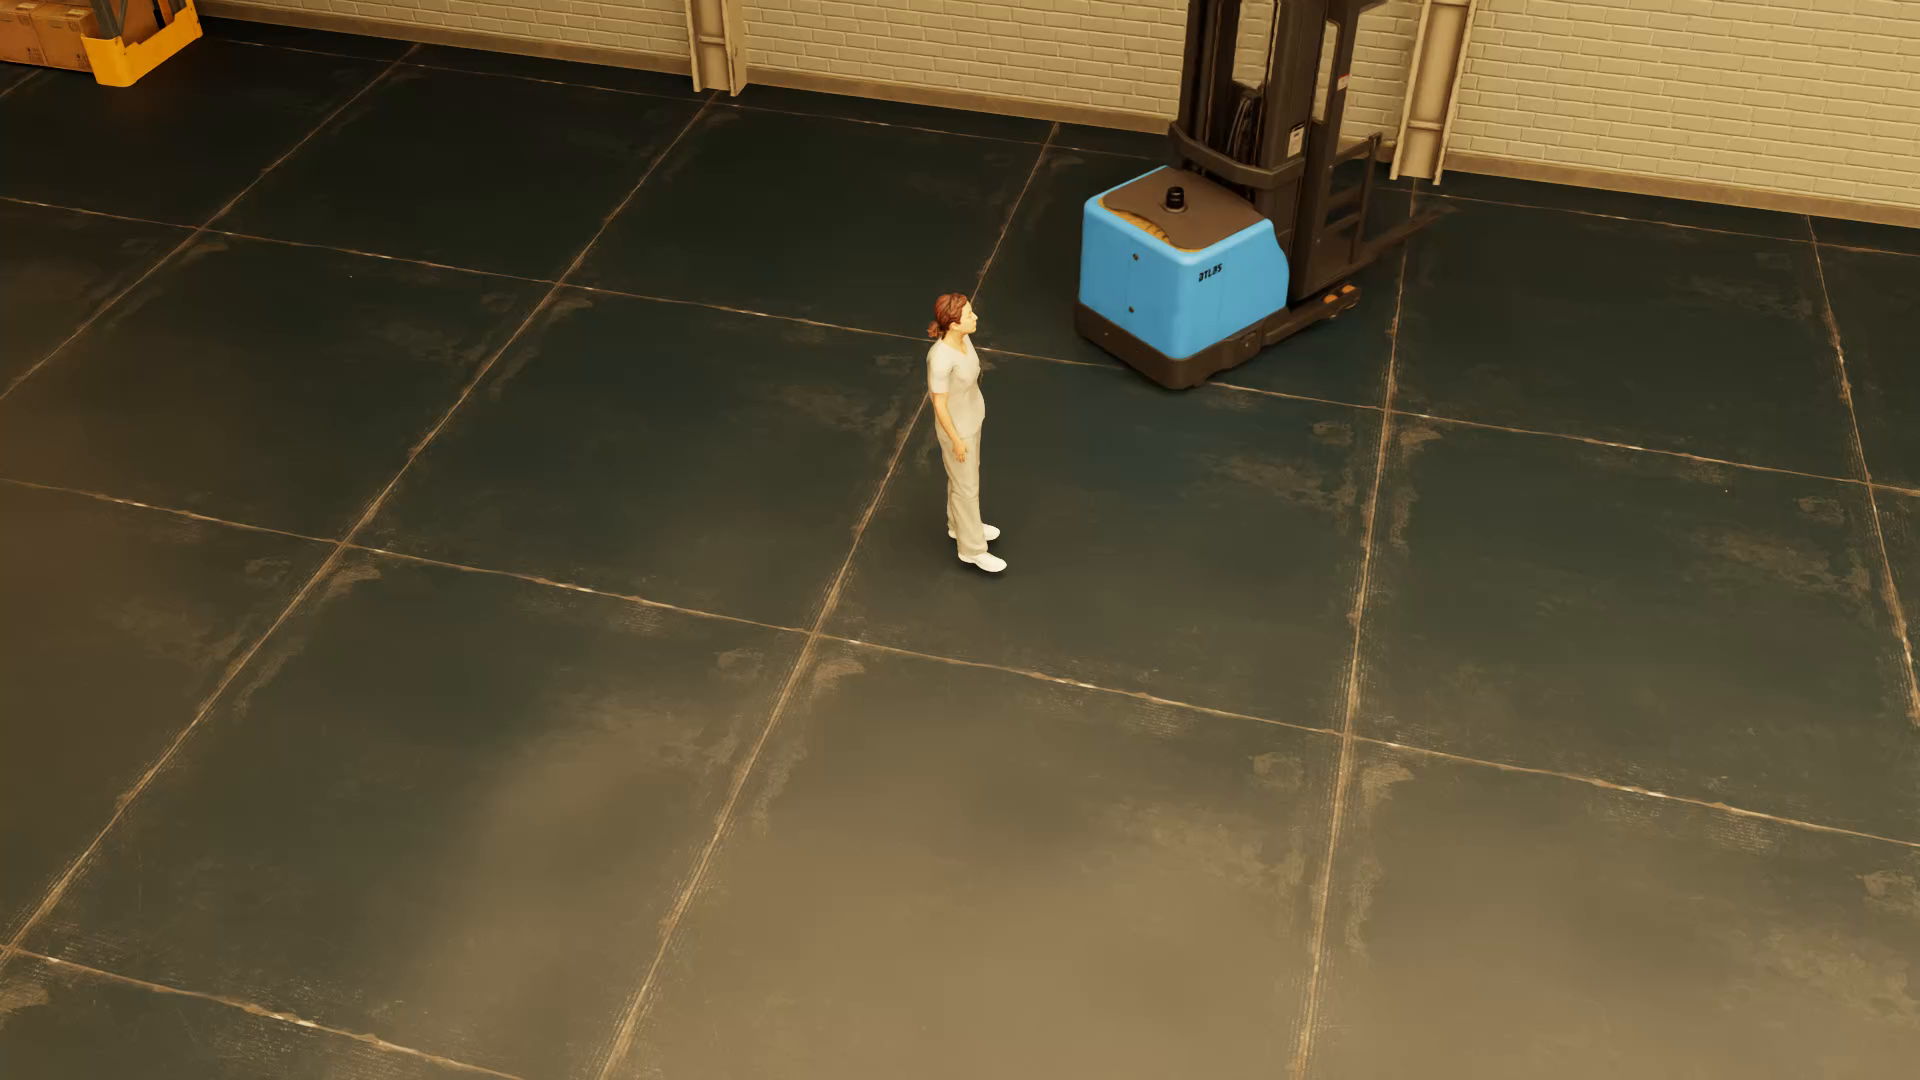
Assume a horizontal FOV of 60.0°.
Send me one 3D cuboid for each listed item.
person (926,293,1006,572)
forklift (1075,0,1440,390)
[{"bbox_3d":[0.068,-0.645,9.477,0.547,1.673,0.549,10,42,11],"label":"person"},{"bbox_3d":[2.258,-2.929,11.203,3.031,2.935,1.130,-29,49,-29],"label":"forklift"}]
